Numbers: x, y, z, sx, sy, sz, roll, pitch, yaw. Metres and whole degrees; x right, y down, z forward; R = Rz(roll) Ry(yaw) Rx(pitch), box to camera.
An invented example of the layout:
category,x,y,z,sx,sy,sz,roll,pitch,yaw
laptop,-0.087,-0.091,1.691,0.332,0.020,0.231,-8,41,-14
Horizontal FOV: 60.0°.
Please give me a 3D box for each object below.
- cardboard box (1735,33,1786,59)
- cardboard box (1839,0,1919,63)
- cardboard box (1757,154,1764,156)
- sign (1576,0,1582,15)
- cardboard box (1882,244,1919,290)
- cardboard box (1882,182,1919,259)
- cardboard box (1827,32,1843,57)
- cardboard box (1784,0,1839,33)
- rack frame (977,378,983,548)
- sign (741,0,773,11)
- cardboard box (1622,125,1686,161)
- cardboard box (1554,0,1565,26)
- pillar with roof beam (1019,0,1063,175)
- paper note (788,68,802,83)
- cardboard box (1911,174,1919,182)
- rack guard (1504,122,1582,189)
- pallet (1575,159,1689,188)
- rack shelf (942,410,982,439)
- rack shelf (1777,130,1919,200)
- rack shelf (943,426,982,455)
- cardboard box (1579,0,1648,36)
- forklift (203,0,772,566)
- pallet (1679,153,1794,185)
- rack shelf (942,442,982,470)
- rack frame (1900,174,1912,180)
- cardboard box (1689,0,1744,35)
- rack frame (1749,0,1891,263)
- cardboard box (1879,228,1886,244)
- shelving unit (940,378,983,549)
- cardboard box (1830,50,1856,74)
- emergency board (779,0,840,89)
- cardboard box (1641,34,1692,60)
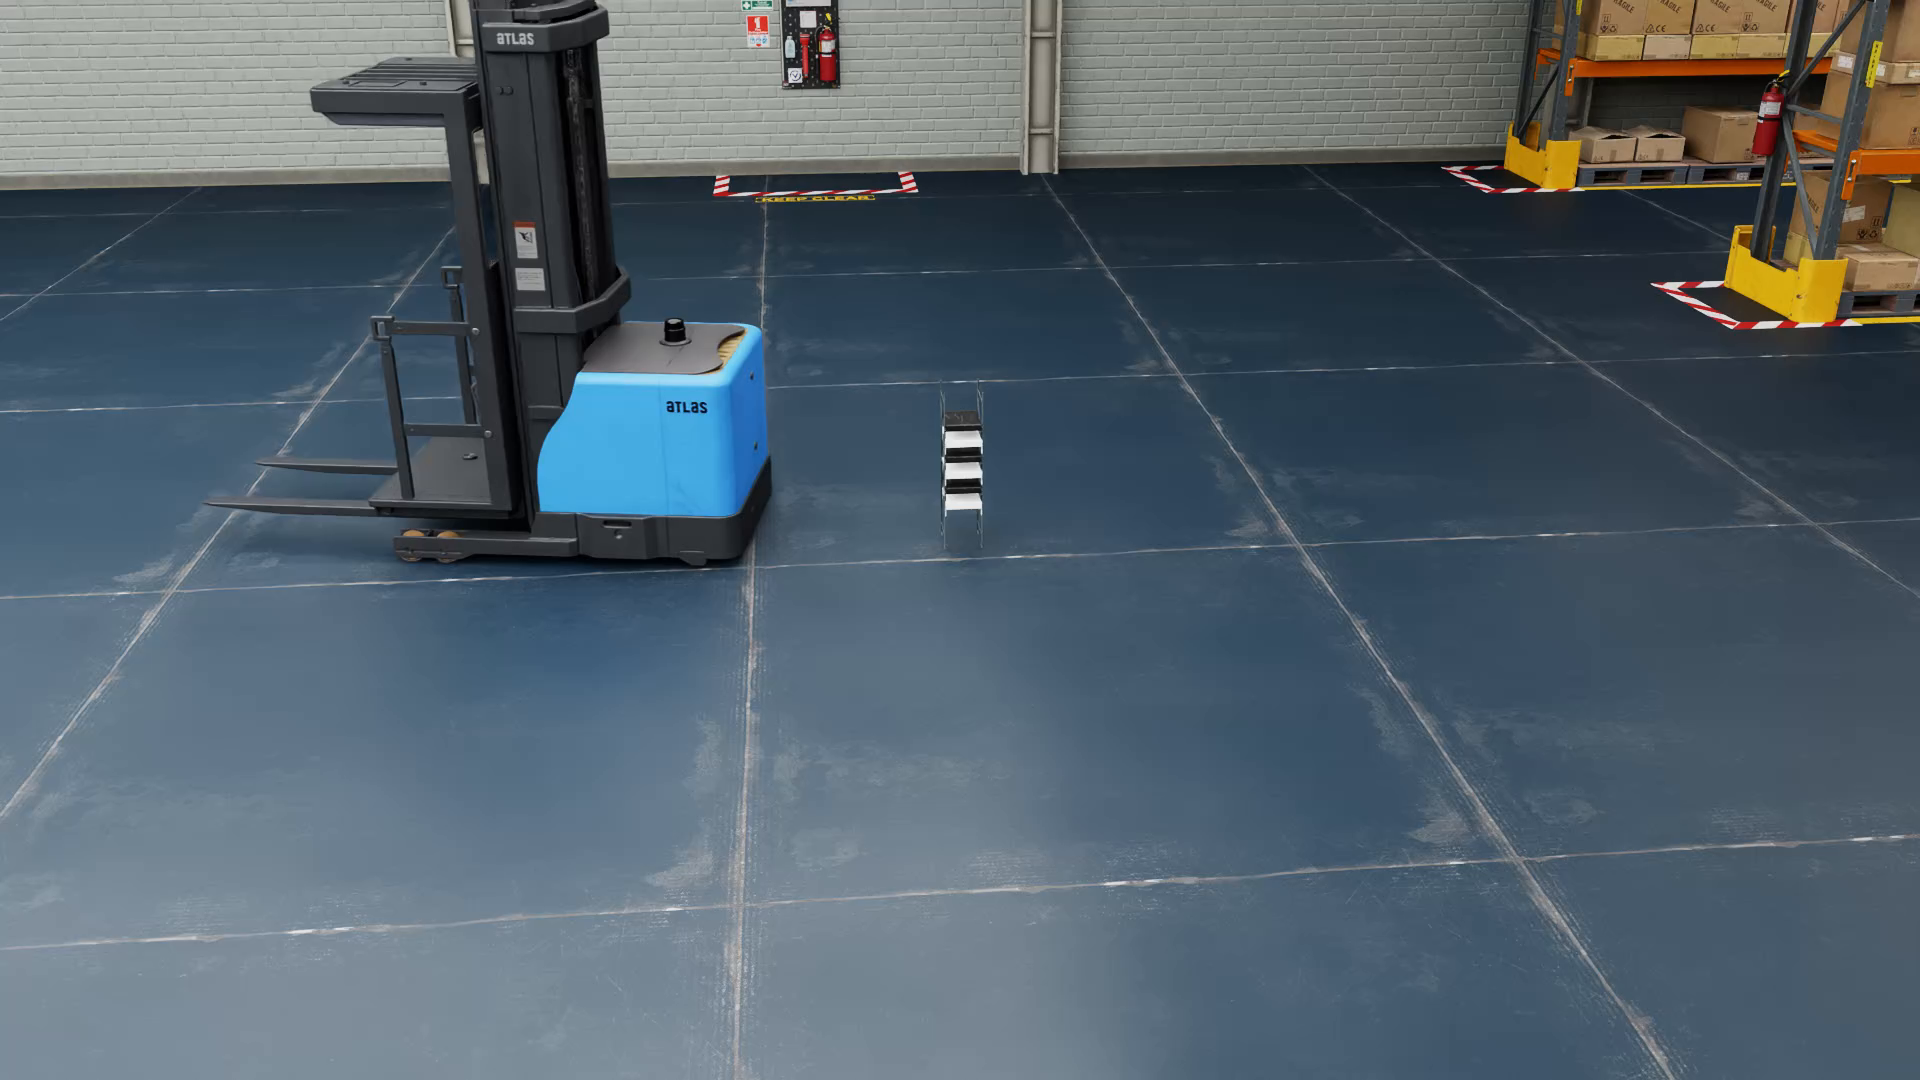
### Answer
category,x,y,z,sx,sy,sz,roll,pitch,yaw
cardboard box,8.277,-5.217,17.455,0.500,0.250,0.500,-2,24,-5
cardboard box,7.243,-3.974,12.777,0.500,0.500,0.700,-2,24,-5
cardboard box,8.621,-4.324,18.254,0.250,0.149,0.380,-4,24,-9
sign,6.288,-5.498,16.861,0.005,0.325,0.100,-2,24,-5
cardboard box,7.778,-2.208,13.393,0.500,0.250,0.500,-2,24,-5
cardboard box,7.778,-2.550,13.239,0.500,0.500,0.500,-2,24,-5
cardboard box,9.277,-5.264,17.561,0.500,0.250,0.500,-2,24,-5
cardboard box,8.776,-5.583,17.355,0.500,0.500,0.500,-3,24,-7
rack frame,0.109,-0.416,9.077,0.006,0.900,0.240,-2,24,-5
sign,-2.143,-5.652,17.575,0.331,0.109,0.001,-2,24,-5
cardboard box,7.499,-4.308,18.019,0.500,0.311,0.500,0,24,-1
cardboard box,6.682,-5.710,17.640,0.500,0.500,0.500,-3,24,-6
pillar with roof beam,1.298,-6.461,12.708,0.400,9.000,9.100,-2,24,-5
paper note,-1.771,-4.995,17.880,0.142,0.148,0.016,-2,24,-5
cardboard box,8.223,-2.786,13.769,0.500,0.500,0.500,-2,24,-5
rack guard,6.310,-4.183,18.045,0.348,0.500,1.175,-2,24,-5
pallet,7.122,-4.069,18.145,1.213,0.211,1.003,-2,24,-5
rack shelf,0.008,-0.628,8.972,0.200,0.077,0.258,-2,24,-5
rack shelf,8.715,-3.071,13.352,4.000,0.370,1.077,-2,24,-5
rack shelf,0.008,-0.546,9.008,0.200,0.077,0.258,-2,24,-5
cardboard box,6.739,-5.503,17.174,0.500,0.500,0.500,-2,24,-5
forklift,-2.638,-1.427,8.853,3.031,2.935,1.130,2,24,4
pallet,8.333,-4.116,18.251,1.213,0.211,1.003,-2,24,-5
rack shelf,0.008,-0.463,9.045,0.200,0.077,0.258,-2,24,-5
rack frame,10.215,-5.482,17.890,0.127,3.000,1.000,-2,24,-5
cardboard box,7.746,-5.537,17.250,0.500,0.500,0.500,-3,24,-7
rack frame,6.725,-3.320,13.026,0.127,3.000,1.000,-2,24,-5
cardboard box,7.726,-2.421,13.872,0.500,0.250,0.500,-2,24,-5
shelving unit,0.008,-0.412,9.068,0.210,0.900,0.258,-2,24,-5
cardboard box,7.086,-3.754,13.082,0.250,0.149,0.380,-3,24,-6
emergency board,-1.588,-5.377,17.654,0.643,1.169,0.194,-2,24,-5
cardboard box,7.266,-5.180,17.372,0.500,0.250,0.500,-3,24,-7
